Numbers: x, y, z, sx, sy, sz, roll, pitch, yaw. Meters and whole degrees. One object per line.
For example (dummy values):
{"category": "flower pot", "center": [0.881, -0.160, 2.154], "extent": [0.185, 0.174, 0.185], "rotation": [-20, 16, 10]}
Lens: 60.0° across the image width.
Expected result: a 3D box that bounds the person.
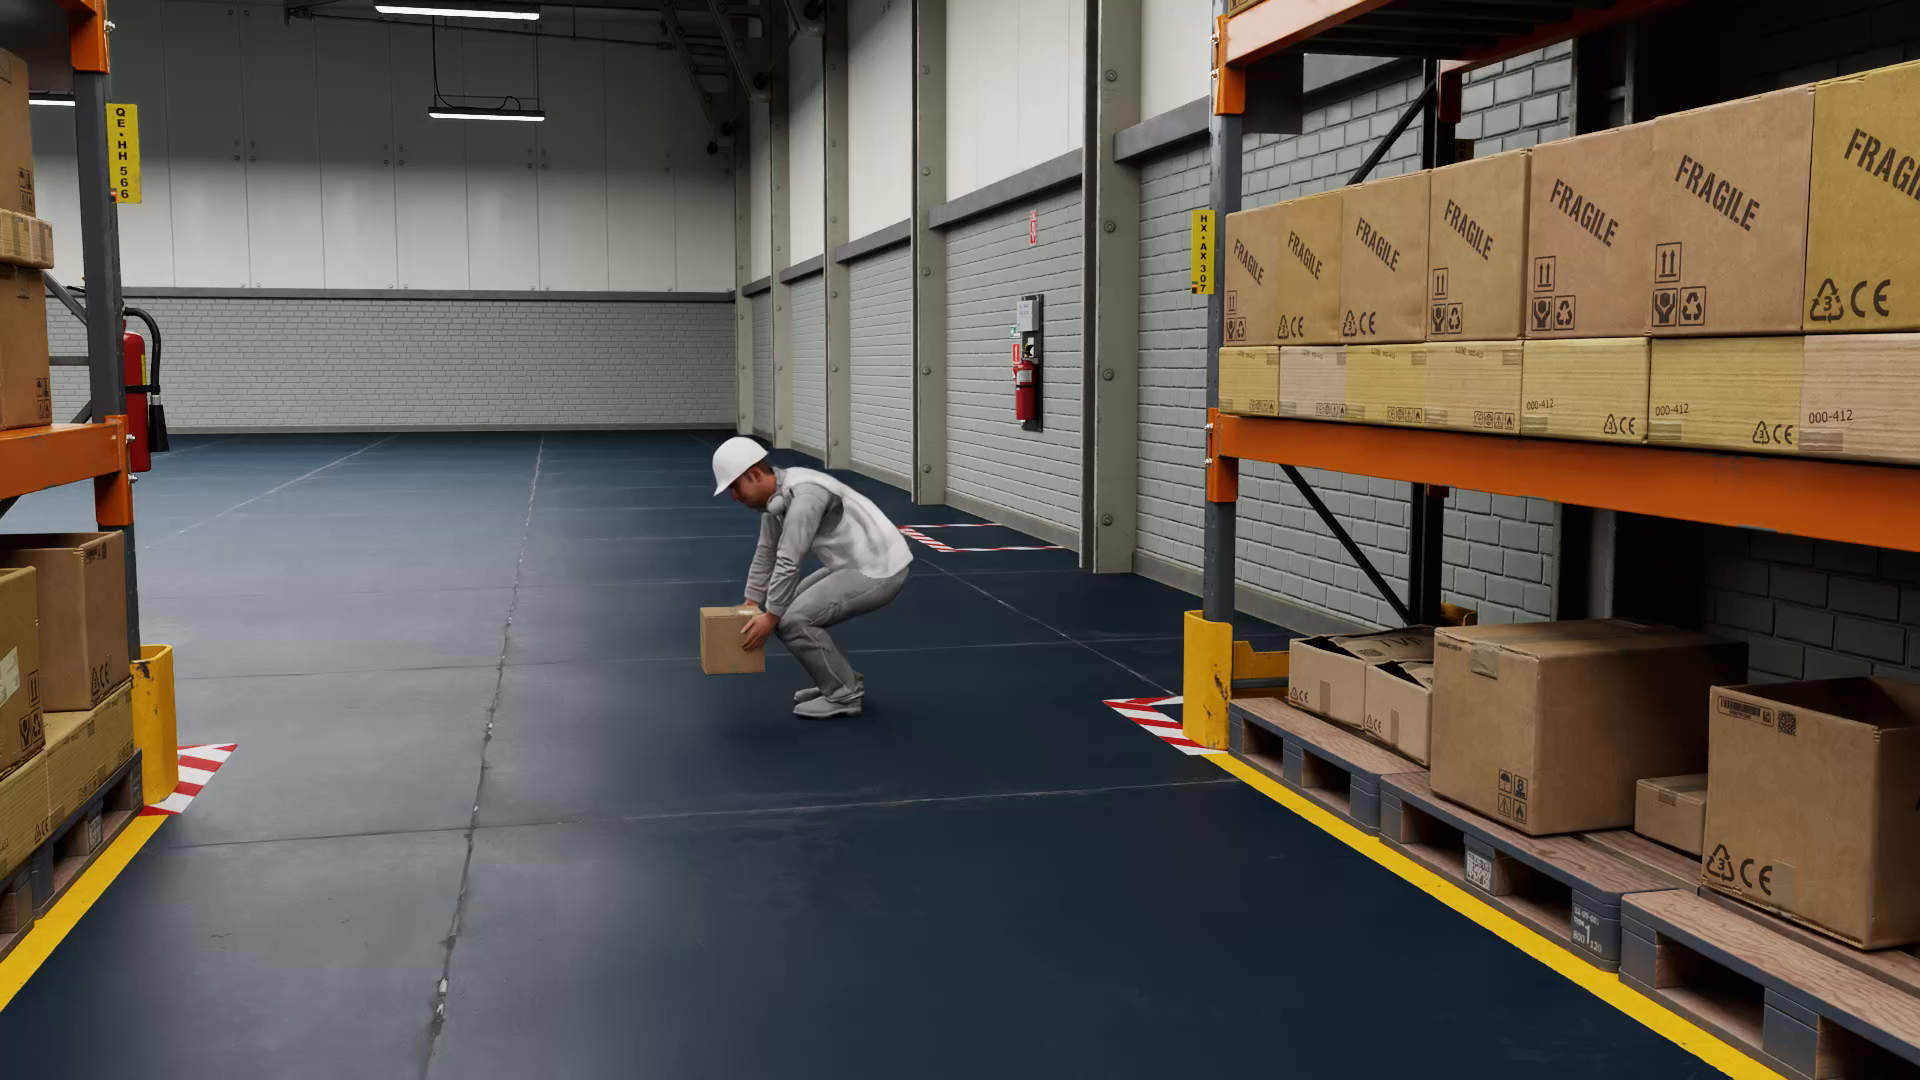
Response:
{"category": "person", "center": [-0.628, 0.152, 7.131], "extent": [0.849, 1.196, 0.570], "rotation": [-1, 6, -14]}
